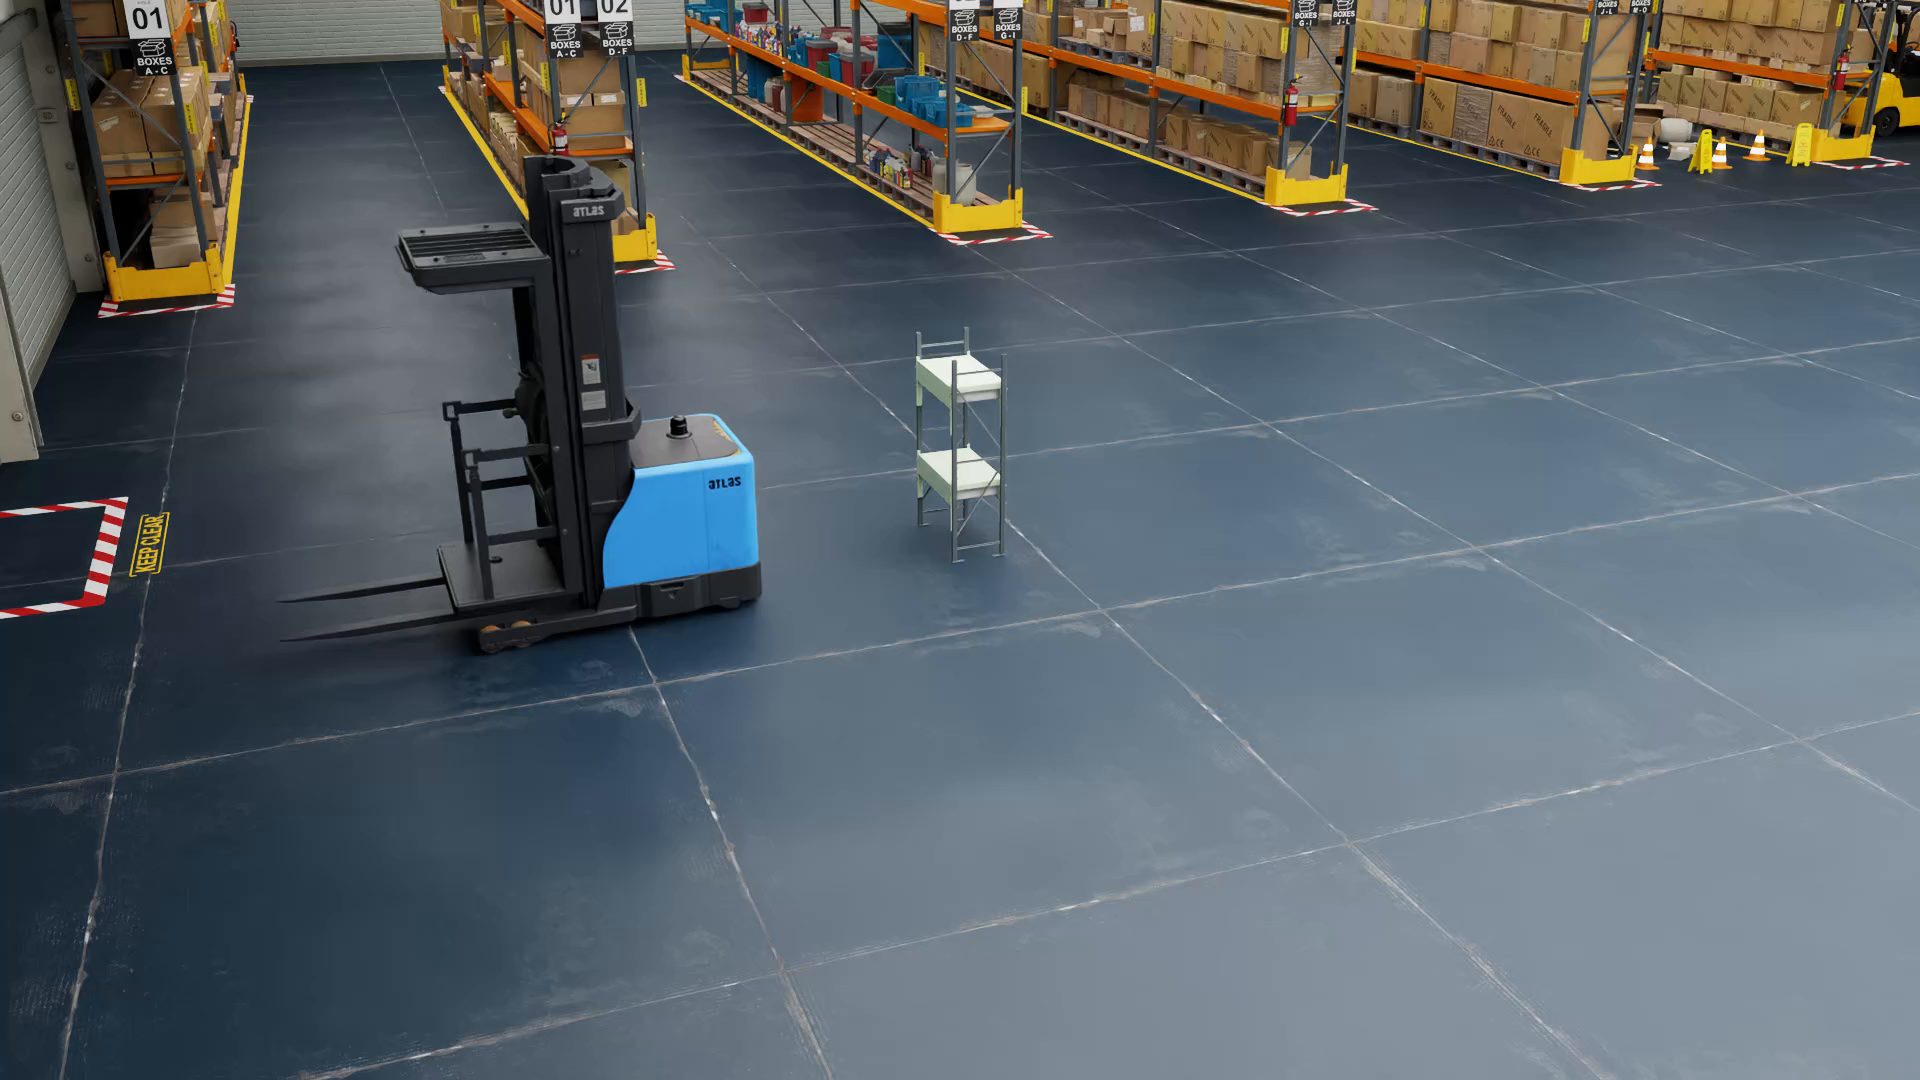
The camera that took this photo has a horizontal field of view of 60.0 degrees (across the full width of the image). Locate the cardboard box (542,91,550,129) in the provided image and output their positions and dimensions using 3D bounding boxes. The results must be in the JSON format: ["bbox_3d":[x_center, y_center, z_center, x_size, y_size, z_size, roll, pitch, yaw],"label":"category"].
[{"bbox_3d":[-5.028,-5.614,21.579,0.700,0.500,0.500,-8,24,-17],"label":"cardboard box"}]

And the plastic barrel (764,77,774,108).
[{"bbox_3d":[-3.387,-8.245,30.613,0.421,0.512,0.421,0,23,0],"label":"plastic barrel"}]

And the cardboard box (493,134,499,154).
[{"bbox_3d":[-7.063,-6.255,26.227,0.500,0.250,0.500,-9,24,-20],"label":"cardboard box"}]

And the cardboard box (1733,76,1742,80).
[{"bbox_3d":[13.624,-7.729,28.761,0.500,0.500,0.500,-7,24,-16],"label":"cardboard box"}]

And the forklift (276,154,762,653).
[{"bbox_3d":[-2.901,-0.869,10.538,3.031,2.935,1.130,-9,24,-20],"label":"forklift"}]

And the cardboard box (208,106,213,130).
[{"bbox_3d":[-9.921,-5.416,21.406,0.500,0.250,0.500,-8,24,-19],"label":"cardboard box"}]

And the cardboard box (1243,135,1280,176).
[{"bbox_3d":[4.495,-5.676,24.532,0.500,0.500,0.500,-2,23,-5],"label":"cardboard box"}]

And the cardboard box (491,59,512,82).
[{"bbox_3d":[-7.017,-7.349,25.938,0.500,0.311,0.500,-9,24,-20],"label":"cardboard box"}]

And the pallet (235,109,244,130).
[{"bbox_3d":[-13.393,-7.516,29.810,1.003,0.211,1.213,-8,24,-19],"label":"pallet"}]

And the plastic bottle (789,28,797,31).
[{"bbox_3d":[-3.051,-9.268,30.536,0.152,0.276,0.135,-8,24,-19],"label":"plastic bottle"}]

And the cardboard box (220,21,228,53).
[{"bbox_3d":[-13.374,-8.851,29.002,0.980,0.700,0.700,-8,24,-18],"label":"cardboard box"}]

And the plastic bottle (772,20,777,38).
[{"bbox_3d":[-3.433,-9.541,31.089,0.144,0.351,0.185,-8,24,-19],"label":"plastic bottle"}]

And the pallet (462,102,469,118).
[{"bbox_3d":[-8.806,-8.159,31.337,1.003,0.211,1.213,-8,24,-19],"label":"pallet"}]

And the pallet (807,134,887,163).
[{"bbox_3d":[-1.852,-6.405,27.175,1.003,0.211,1.213,-8,24,-19],"label":"pallet"}]

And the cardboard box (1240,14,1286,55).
[{"bbox_3d":[4.336,-7.183,23.631,0.500,0.500,0.500,-8,24,-19],"label":"cardboard box"}]

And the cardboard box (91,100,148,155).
[{"bbox_3d":[-9.324,-4.581,18.459,0.500,0.500,0.500,-9,24,-20],"label":"cardboard box"}]

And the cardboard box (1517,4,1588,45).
[{"bbox_3d":[9.173,-7.952,25.672,0.875,0.550,0.550,-8,24,-19],"label":"cardboard box"}]

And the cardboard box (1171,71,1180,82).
[{"bbox_3d":[3.515,-7.231,25.867,0.380,0.149,0.250,-8,24,-19],"label":"cardboard box"}]

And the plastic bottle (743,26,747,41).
[{"bbox_3d":[-3.978,-9.414,30.890,0.097,0.271,0.097,0,23,0],"label":"plastic bottle"}]

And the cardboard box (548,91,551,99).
[{"bbox_3d":[-4.910,-5.572,20.643,0.380,0.149,0.250,-8,24,-18],"label":"cardboard box"}]

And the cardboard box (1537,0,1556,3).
[{"bbox_3d":[11.522,-10.452,32.133,0.500,0.500,0.500,-7,24,-16],"label":"cardboard box"}]

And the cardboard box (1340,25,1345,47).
[{"bbox_3d":[7.059,-9.221,30.137,0.500,0.500,0.500,-8,24,-19],"label":"cardboard box"}]

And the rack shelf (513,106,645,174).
[{"bbox_3d":[-5.032,-5.230,21.722,1.077,0.370,4.000,-8,24,-19],"label":"rack shelf"}]

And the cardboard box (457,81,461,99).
[{"bbox_3d":[-9.296,-8.599,31.685,0.500,0.311,0.500,-8,24,-19],"label":"cardboard box"}]

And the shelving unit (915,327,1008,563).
[{"bbox_3d":[0.002,-0.689,11.953,0.431,1.500,0.755,-8,24,-19],"label":"shelving unit"}]

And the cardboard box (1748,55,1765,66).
[{"bbox_3d":[13.365,-7.998,27.687,0.380,0.149,0.250,-9,24,-20],"label":"cardboard box"}]

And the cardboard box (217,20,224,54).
[{"bbox_3d":[-12.609,-8.389,27.754,0.500,0.500,0.500,-8,24,-19],"label":"cardboard box"}]

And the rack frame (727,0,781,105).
[{"bbox_3d":[-3.929,-9.873,31.812,1.000,3.000,0.127,-8,24,-19],"label":"rack frame"}]

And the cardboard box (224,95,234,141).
[{"bbox_3d":[-12.225,-6.867,26.909,0.750,0.750,0.750,-8,24,-19],"label":"cardboard box"}]

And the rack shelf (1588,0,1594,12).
[{"bbox_3d":[8.913,-8.614,25.888,1.077,0.370,4.000,-8,24,-19],"label":"rack shelf"}]

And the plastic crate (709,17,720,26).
[{"bbox_3d":[-4.826,-10.371,33.255,0.293,0.136,0.466,-8,24,-19],"label":"plastic crate"}]

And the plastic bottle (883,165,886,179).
[{"bbox_3d":[-1.061,-5.354,24.128,0.097,0.201,0.097,0,23,0],"label":"plastic bottle"}]

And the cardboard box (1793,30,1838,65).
[{"bbox_3d":[13.765,-7.895,26.607,0.500,0.500,0.500,-9,24,-20],"label":"cardboard box"}]

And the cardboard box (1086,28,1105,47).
[{"bbox_3d":[2.494,-8.583,28.404,0.500,0.250,0.500,-9,24,-20],"label":"cardboard box"}]

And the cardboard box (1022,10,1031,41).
[{"bbox_3d":[1.354,-9.661,31.180,0.500,0.500,0.500,-9,25,-21],"label":"cardboard box"}]

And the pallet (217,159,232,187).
[{"bbox_3d":[-11.510,-5.491,25.006,1.003,0.211,1.213,-8,24,-19],"label":"pallet"}]

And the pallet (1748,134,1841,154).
[{"bbox_3d":[13.934,-6.595,27.625,1.003,0.211,1.213,-8,24,-19],"label":"pallet"}]

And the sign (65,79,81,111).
[{"bbox_3d":[-9.485,-4.764,17.793,0.100,0.325,0.005,-8,24,-19],"label":"sign"}]

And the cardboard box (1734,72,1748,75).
[{"bbox_3d":[16.476,-9.776,34.098,0.875,0.625,0.625,-8,24,-17],"label":"cardboard box"}]

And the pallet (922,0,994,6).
[{"bbox_3d":[0.109,-7.122,21.666,1.003,0.211,1.213,-8,24,-19],"label":"pallet"}]

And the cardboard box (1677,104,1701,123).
[{"bbox_3d":[12.956,-7.488,29.153,0.500,0.250,0.500,-7,24,-16],"label":"cardboard box"}]

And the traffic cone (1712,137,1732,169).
[{"bbox_3d":[11.937,-6.086,26.095,0.336,0.463,0.334,-8,24,-19],"label":"traffic cone"}]

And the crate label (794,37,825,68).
[{"bbox_3d":[-2.418,-8.038,27.413,0.502,0.435,0.616,-8,24,-19],"label":"crate label"}]

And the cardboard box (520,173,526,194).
[{"bbox_3d":[-5.858,-5.004,23.260,0.500,0.250,0.500,-8,24,-19],"label":"cardboard box"}]

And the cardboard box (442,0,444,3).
[{"bbox_3d":[-9.876,-10.769,32.521,0.500,0.500,0.500,-8,24,-18],"label":"cardboard box"}]

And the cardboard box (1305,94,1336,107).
[{"bbox_3d":[5.066,-6.213,23.452,0.380,0.149,0.250,-8,24,-19],"label":"cardboard box"}]

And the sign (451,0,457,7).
[{"bbox_3d":[-9.070,-9.516,29.852,0.100,0.325,0.005,-8,24,-19],"label":"sign"}]

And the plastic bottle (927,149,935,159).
[{"bbox_3d":[-0.424,-5.567,24.439,0.144,0.351,0.185,-8,24,-19],"label":"plastic bottle"}]

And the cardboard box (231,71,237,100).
[{"bbox_3d":[-14.093,-8.586,31.437,0.700,0.500,0.500,-8,24,-19],"label":"cardboard box"}]

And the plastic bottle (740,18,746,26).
[{"bbox_3d":[-4.094,-9.663,31.378,0.144,0.351,0.185,-8,24,-19],"label":"plastic bottle"}]

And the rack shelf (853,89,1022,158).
[{"bbox_3d":[-0.397,-5.908,23.331,1.077,0.370,4.000,-8,24,-19],"label":"rack shelf"}]

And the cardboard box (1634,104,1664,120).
[{"bbox_3d":[11.907,-7.279,28.872,0.500,0.500,0.500,8,24,18],"label":"cardboard box"}]

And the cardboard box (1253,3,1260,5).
[{"bbox_3d":[5.914,-10.493,32.301,0.380,0.149,0.250,-8,24,-17],"label":"cardboard box"}]

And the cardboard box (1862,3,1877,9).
[{"bbox_3d":[17.115,-10.126,31.450,0.380,0.149,0.250,-7,24,-17],"label":"cardboard box"}]

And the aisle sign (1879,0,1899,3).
[{"bbox_3d":[14.526,-8.770,25.848,0.394,0.787,0.004,-8,24,-19],"label":"aisle sign"}]
